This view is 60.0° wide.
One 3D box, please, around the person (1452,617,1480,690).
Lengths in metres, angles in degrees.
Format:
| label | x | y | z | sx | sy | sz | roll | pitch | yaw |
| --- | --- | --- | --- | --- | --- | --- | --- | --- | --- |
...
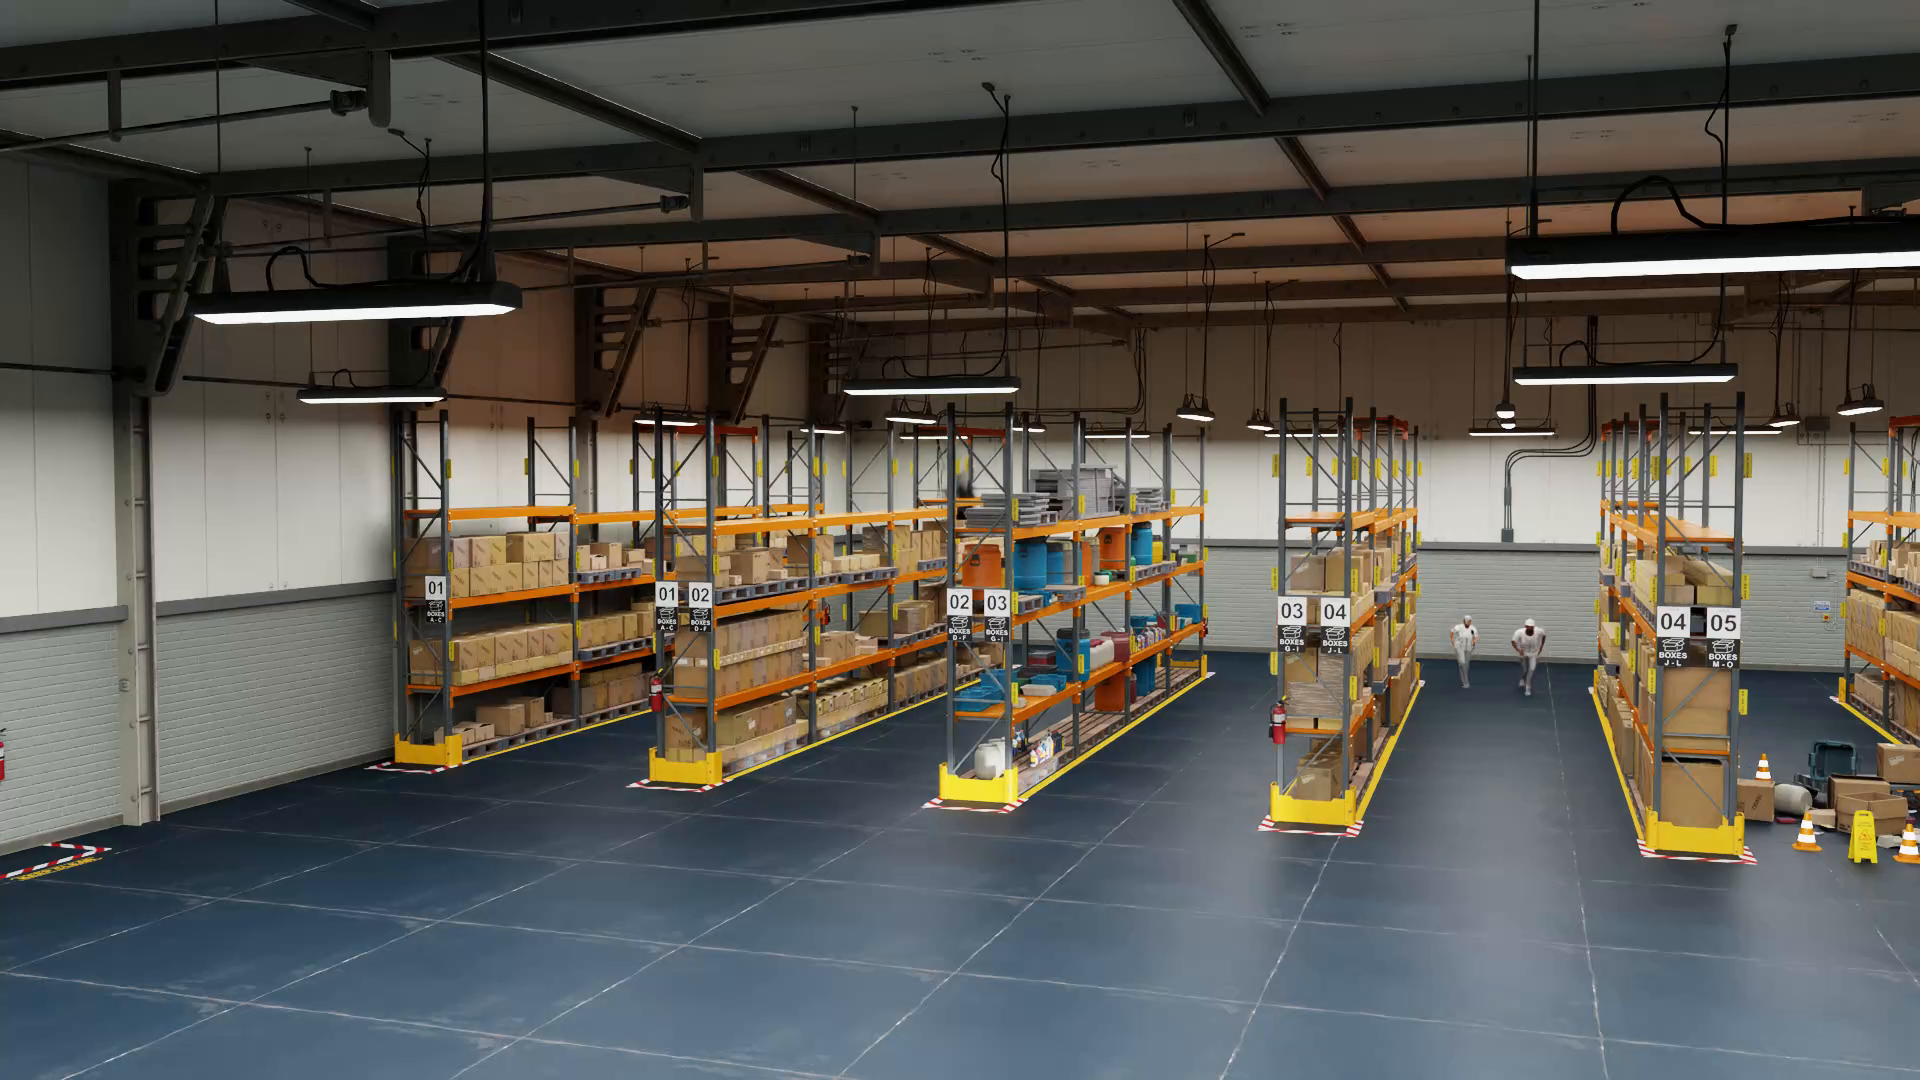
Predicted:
| label | x | y | z | sx | sy | sz | roll | pitch | yaw |
| --- | --- | --- | --- | --- | --- | --- | --- | --- | --- |
| person | 11.579 | 2.559 | 38.065 | 0.611 | 1.636 | 0.979 | 0 | 2 | 8 |

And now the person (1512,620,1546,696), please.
| label | x | y | z | sx | sy | sz | roll | pitch | yaw |
| --- | --- | --- | --- | --- | --- | --- | --- | --- | --- |
| person | 12.623 | 2.597 | 36.908 | 0.701 | 1.700 | 0.911 | 0 | 2 | 6 |
